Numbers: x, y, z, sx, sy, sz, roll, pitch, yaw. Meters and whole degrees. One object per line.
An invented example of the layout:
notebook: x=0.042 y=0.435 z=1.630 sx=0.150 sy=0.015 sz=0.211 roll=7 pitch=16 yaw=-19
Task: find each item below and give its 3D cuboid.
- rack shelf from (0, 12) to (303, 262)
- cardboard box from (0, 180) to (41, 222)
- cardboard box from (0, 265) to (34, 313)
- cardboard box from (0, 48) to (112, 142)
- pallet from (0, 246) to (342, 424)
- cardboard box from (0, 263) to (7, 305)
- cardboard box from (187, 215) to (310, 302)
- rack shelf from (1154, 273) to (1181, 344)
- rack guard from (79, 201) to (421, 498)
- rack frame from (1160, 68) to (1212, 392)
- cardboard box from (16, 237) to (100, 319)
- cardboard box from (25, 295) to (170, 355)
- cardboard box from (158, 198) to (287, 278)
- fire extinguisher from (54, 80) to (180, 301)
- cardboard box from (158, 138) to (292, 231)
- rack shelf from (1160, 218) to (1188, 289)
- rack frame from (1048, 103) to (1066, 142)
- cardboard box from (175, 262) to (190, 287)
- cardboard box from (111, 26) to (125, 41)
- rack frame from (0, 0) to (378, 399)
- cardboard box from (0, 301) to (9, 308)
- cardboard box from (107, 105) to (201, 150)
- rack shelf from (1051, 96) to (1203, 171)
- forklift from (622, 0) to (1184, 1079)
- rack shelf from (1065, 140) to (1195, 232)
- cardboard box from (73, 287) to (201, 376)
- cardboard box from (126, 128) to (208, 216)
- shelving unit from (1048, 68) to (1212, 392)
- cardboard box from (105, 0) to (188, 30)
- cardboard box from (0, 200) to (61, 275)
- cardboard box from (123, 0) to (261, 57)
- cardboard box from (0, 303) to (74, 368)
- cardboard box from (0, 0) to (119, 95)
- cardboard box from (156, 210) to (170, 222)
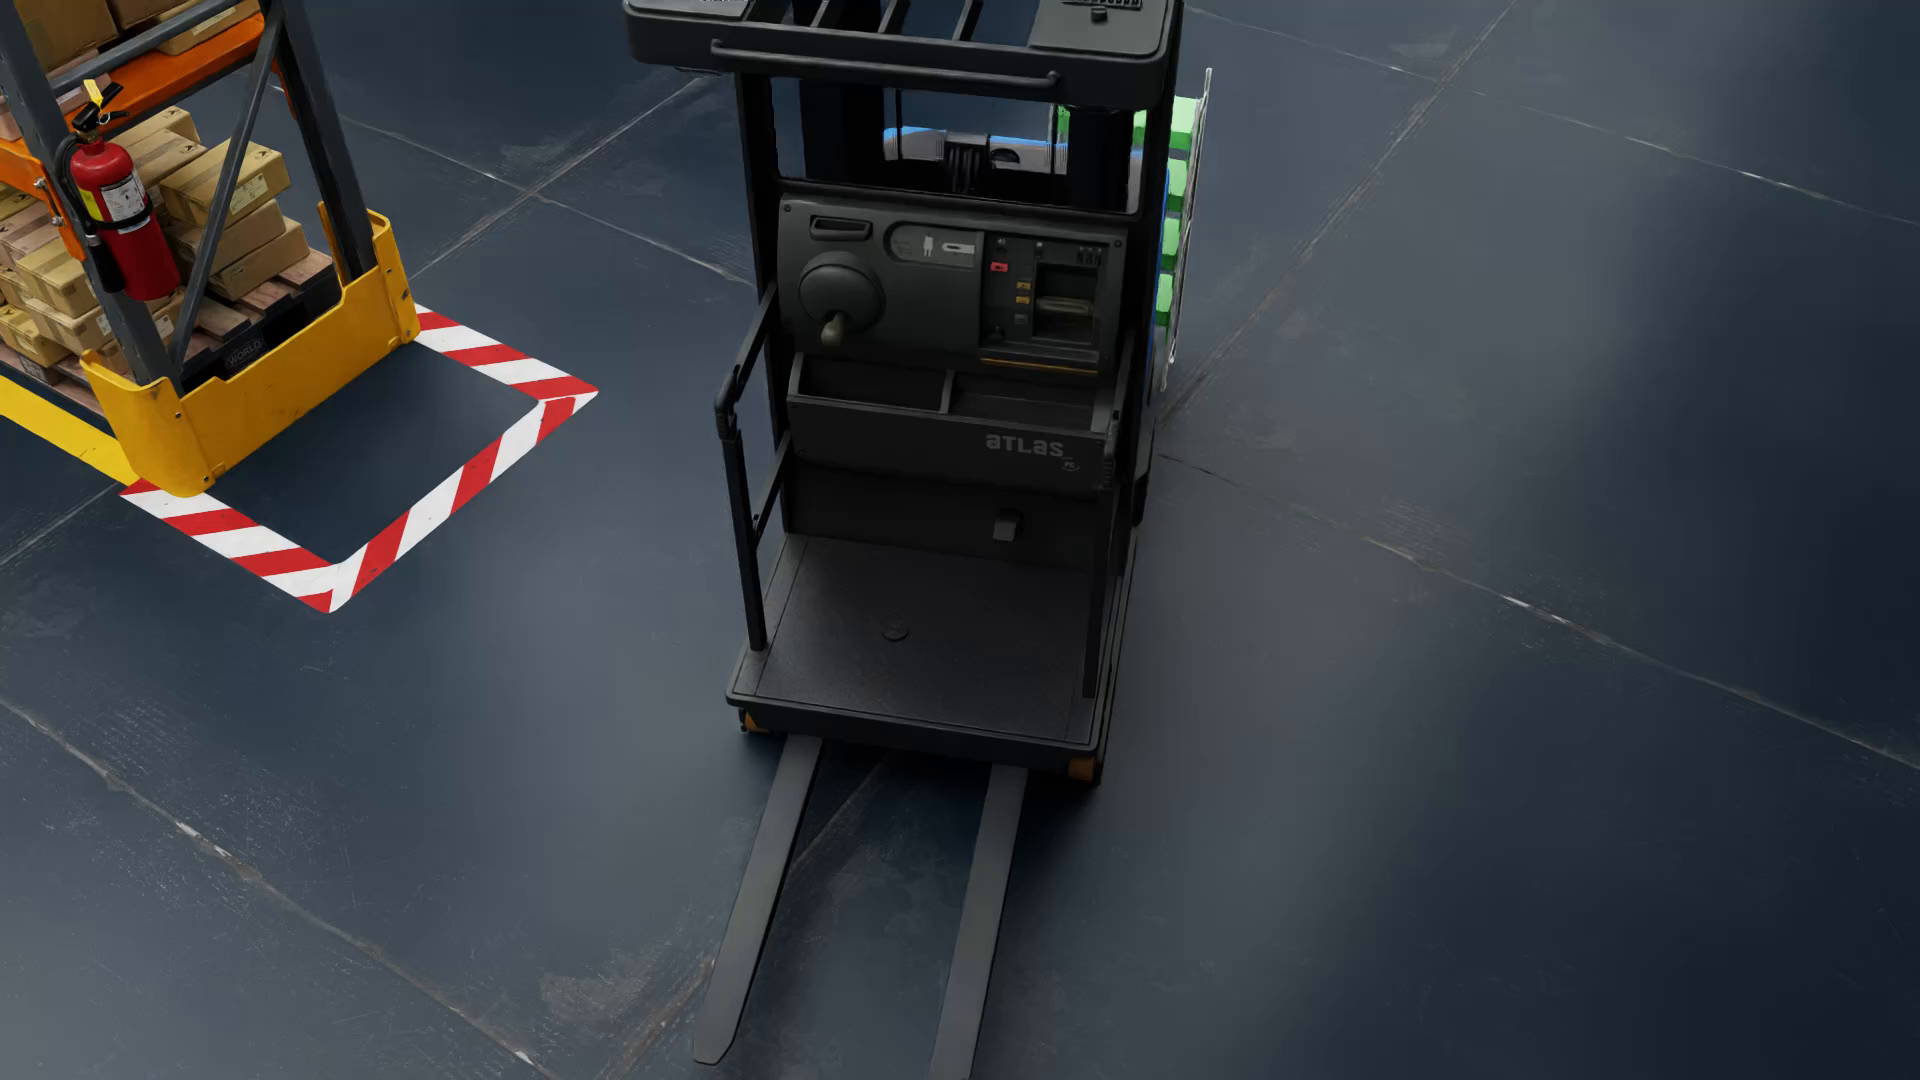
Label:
rack shelf: x=-4.179 y=-2.089 z=6.190 sx=4.000 sy=0.370 sz=1.077 roll=25 pitch=51 yaw=22
cardboard box: x=-3.545 y=-1.133 z=6.040 sx=0.250 sy=0.149 sz=0.380 roll=24 pitch=50 yaw=21
cardboard box: x=-3.284 y=-0.988 z=6.106 sx=0.250 sy=0.149 sz=0.380 roll=24 pitch=50 yaw=21
cardboard box: x=-2.922 y=-1.434 z=5.227 sx=0.250 sy=0.149 sz=0.380 roll=25 pitch=51 yaw=22
pallet: x=-3.224 y=-0.959 z=6.535 sx=1.213 sy=0.211 sz=1.003 roll=25 pitch=51 yaw=22
cardboard box: x=-3.532 y=-1.054 z=6.171 sx=0.250 sy=0.149 sz=0.380 roll=23 pitch=50 yaw=21
cardboard box: x=-2.763 y=-1.115 z=6.437 sx=0.250 sy=0.149 sz=0.380 roll=26 pitch=51 yaw=23
rack shelf: x=0.564 y=-0.901 z=6.202 sx=0.480 sy=0.148 sz=0.258 roll=11 pitch=44 yaw=11
rack guard: x=-2.559 y=-0.724 z=6.105 sx=0.348 sy=0.500 sz=1.175 roll=25 pitch=51 yaw=22
rack frame: x=0.804 y=-1.078 z=5.951 sx=0.015 sy=1.200 sz=0.240 roll=11 pitch=44 yaw=11
cardboard box: x=-3.077 y=-0.978 z=5.889 sx=0.250 sy=0.149 sz=0.380 roll=25 pitch=51 yaw=23
cardboard box: x=-3.093 y=-0.854 z=5.976 sx=0.250 sy=0.149 sz=0.380 roll=23 pitch=50 yaw=21
cardboard box: x=-2.797 y=-1.180 z=6.293 sx=0.250 sy=0.149 sz=0.380 roll=27 pitch=52 yaw=24
fire extinguisher: x=-2.532 y=-1.033 z=4.976 sx=0.183 sy=0.674 sz=0.296 roll=25 pitch=51 yaw=22
cardboard box: x=-2.753 y=-1.334 z=6.235 sx=0.250 sy=0.149 sz=0.380 roll=23 pitch=50 yaw=20
rack shelf: x=0.568 y=-1.078 z=6.039 sx=0.480 sy=0.148 sz=0.258 roll=11 pitch=44 yaw=11
rack frame: x=0.334 y=-1.171 z=6.041 sx=0.015 sy=1.200 sz=0.240 roll=11 pitch=44 yaw=11
cardboard box: x=-3.028 y=-1.167 z=6.487 sx=0.250 sy=0.149 sz=0.380 roll=25 pitch=51 yaw=22
cardboard box: x=-2.827 y=-1.875 z=5.656 sx=0.250 sy=0.149 sz=0.380 roll=26 pitch=51 yaw=23
rack frame: x=-2.495 y=-1.566 z=5.180 sx=0.127 sy=3.000 sz=1.000 roll=25 pitch=51 yaw=22
cardboard box: x=-3.498 y=-0.989 z=6.315 sx=0.250 sy=0.149 sz=0.380 roll=24 pitch=51 yaw=22
cardboard box: x=-3.193 y=-1.543 z=6.438 sx=0.250 sy=0.149 sz=0.380 roll=25 pitch=51 yaw=22
rack shelf: x=0.576 y=-1.431 z=5.714 sx=0.480 sy=0.148 sz=0.258 roll=11 pitch=44 yaw=11
forklift: x=-0.065 y=-0.583 z=4.273 sx=1.130 sy=2.935 sz=3.031 roll=8 pitch=46 yaw=7
rack shelf: x=0.572 y=-1.254 z=5.877 sx=0.480 sy=0.148 sz=0.258 roll=11 pitch=44 yaw=11
cardboard box: x=-3.051 y=-0.797 z=6.128 sx=0.250 sy=0.149 sz=0.380 roll=26 pitch=51 yaw=23
cardboard box: x=-3.050 y=-1.368 z=6.268 sx=0.250 sy=0.149 sz=0.380 roll=26 pitch=51 yaw=23
shelving unit: x=0.569 y=-1.125 z=5.996 sx=0.503 sy=1.200 sz=0.258 roll=11 pitch=44 yaw=11
cardboard box: x=-2.724 y=-2.045 z=5.368 sx=0.500 sy=0.500 sz=0.500 roll=27 pitch=52 yaw=24
cardboard box: x=-3.258 y=-1.110 z=6.017 sx=0.250 sy=0.149 sz=0.380 roll=26 pitch=51 yaw=23
cardboard box: x=-2.591 y=-1.802 z=5.584 sx=0.250 sy=0.149 sz=0.380 roll=24 pitch=51 yaw=22
cardboard box: x=-3.322 y=-0.835 z=6.165 sx=0.250 sy=0.149 sz=0.380 roll=26 pitch=51 yaw=23
cardboard box: x=-3.012 y=-1.723 z=5.056 sx=0.500 sy=0.500 sz=0.500 roll=26 pitch=51 yaw=23
cardboard box: x=-2.998 y=-1.320 z=6.429 sx=0.250 sy=0.149 sz=0.380 roll=24 pitch=51 yaw=22
